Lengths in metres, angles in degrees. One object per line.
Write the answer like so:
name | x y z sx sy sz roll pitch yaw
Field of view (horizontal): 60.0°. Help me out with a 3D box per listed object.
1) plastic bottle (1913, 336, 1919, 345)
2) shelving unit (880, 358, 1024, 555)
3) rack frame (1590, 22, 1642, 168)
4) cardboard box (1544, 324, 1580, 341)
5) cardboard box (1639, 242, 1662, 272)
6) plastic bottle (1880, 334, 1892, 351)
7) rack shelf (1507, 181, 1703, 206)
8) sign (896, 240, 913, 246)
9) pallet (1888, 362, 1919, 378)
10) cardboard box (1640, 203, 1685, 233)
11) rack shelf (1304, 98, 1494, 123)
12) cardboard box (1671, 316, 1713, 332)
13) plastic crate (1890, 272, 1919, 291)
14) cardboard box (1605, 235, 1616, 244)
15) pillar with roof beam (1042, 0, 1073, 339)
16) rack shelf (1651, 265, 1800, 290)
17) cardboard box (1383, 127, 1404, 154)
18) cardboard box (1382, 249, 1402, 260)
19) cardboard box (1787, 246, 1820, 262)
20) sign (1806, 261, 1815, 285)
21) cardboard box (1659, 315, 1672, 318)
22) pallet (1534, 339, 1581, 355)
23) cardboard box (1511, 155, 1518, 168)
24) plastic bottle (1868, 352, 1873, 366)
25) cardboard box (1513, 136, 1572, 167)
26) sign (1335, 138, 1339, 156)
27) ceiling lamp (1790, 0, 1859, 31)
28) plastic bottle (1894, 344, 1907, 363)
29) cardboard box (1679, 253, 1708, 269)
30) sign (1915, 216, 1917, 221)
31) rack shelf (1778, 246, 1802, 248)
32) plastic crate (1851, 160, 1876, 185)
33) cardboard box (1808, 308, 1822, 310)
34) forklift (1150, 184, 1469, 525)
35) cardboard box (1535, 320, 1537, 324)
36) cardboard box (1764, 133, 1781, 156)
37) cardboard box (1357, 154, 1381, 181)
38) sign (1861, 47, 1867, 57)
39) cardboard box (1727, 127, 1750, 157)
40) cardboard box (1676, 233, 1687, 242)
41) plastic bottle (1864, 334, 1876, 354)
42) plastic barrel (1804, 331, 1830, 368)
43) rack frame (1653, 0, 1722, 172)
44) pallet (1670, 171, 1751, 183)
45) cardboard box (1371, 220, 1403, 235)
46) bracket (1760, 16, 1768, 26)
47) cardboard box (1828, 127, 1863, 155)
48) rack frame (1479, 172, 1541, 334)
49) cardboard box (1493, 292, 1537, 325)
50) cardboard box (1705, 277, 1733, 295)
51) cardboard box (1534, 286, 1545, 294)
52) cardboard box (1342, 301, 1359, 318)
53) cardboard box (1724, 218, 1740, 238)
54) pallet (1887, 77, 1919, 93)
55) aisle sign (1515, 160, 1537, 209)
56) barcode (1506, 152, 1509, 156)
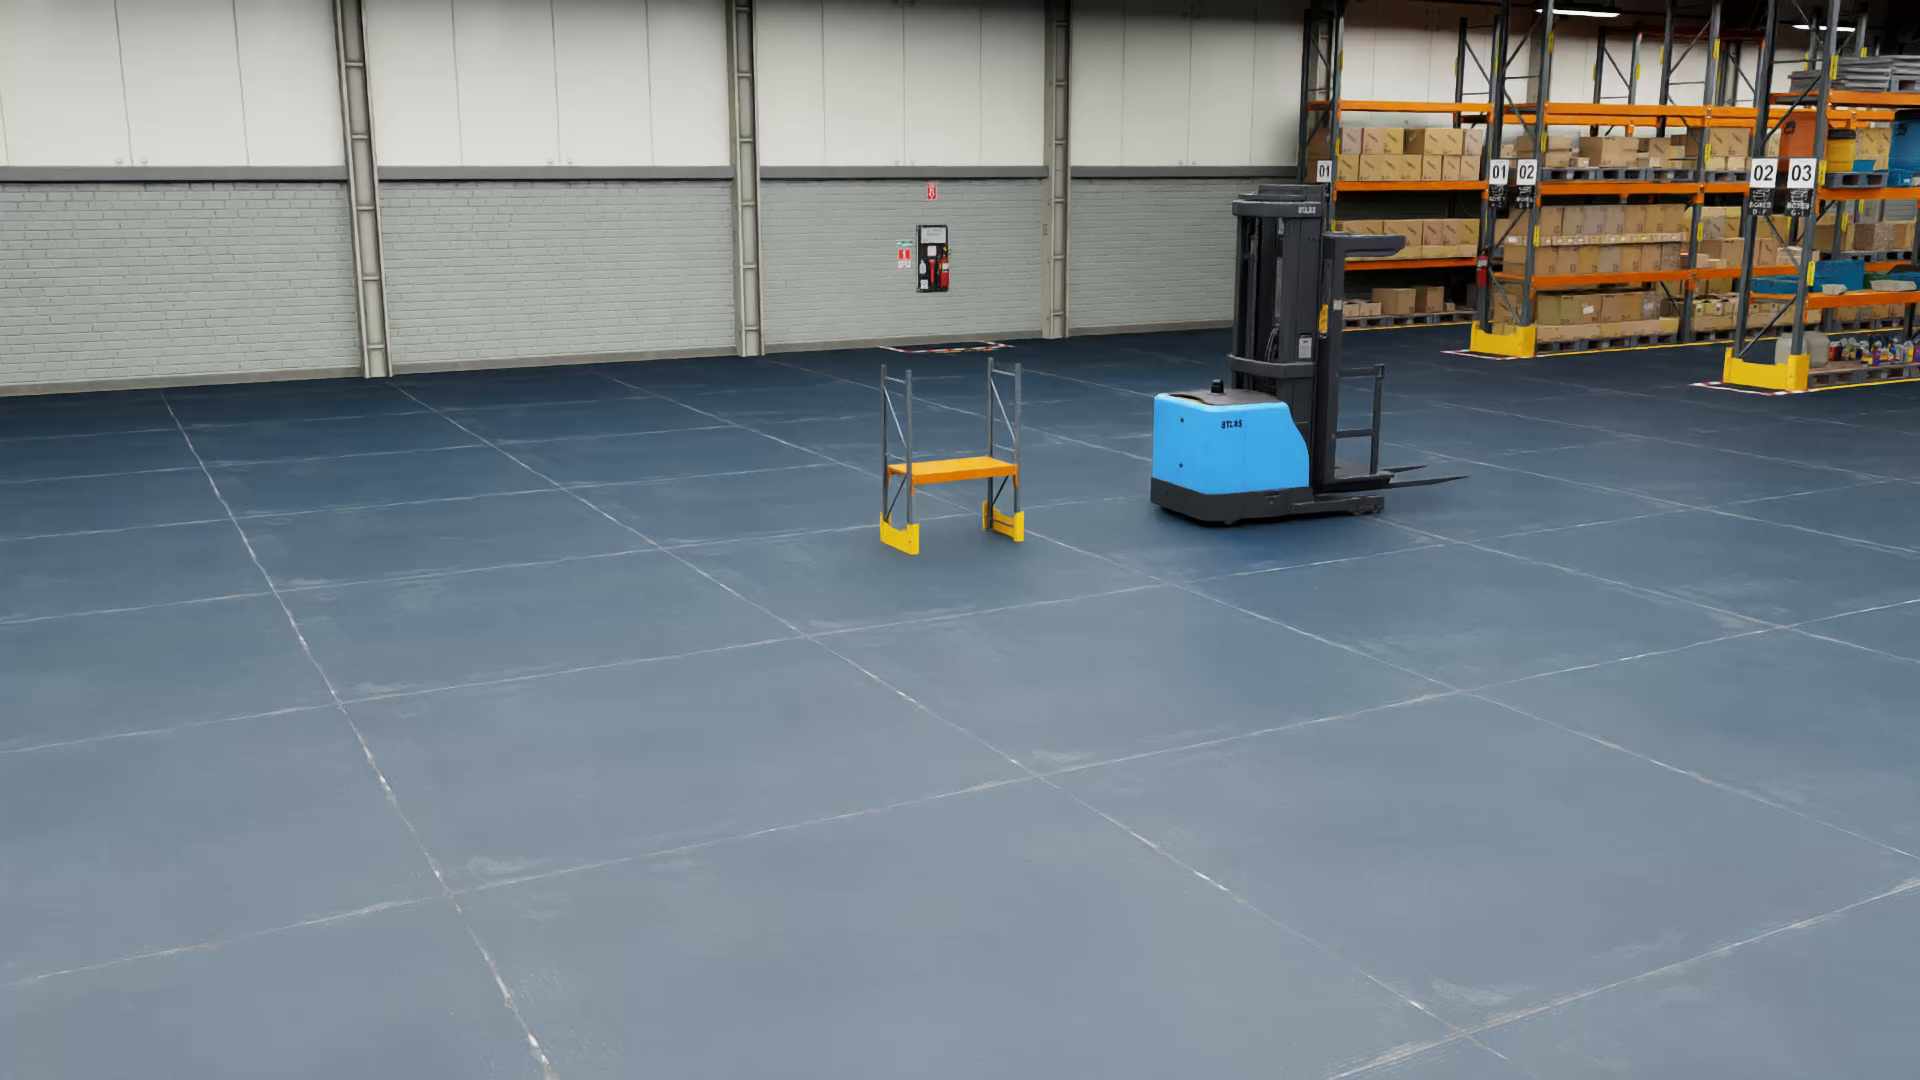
plastic bottle | 14.578 -2.923 25.296 0.185 0.351 0.144 -7 14 -28
shelving unit | -0.067 -0.724 13.909 1.083 1.500 0.587 -7 14 -28
rack frame | 13.838 -9.353 35.173 0.127 3.000 1.000 -7 14 -28
cardboard box | 10.207 -3.561 28.405 0.500 0.250 0.500 -7 14 -28
cardboard box | 11.857 -4.995 29.246 0.500 0.500 0.700 -7 14 -28
plastic bottle | 14.235 -2.986 25.575 0.185 0.351 0.144 -7 14 -28
rack shelf | 10.948 -5.953 28.536 4.000 0.370 1.077 -7 14 -28
sign | -0.964 -5.177 28.995 0.331 0.109 0.001 -7 14 -28
pallet | 14.464 -2.673 25.506 1.213 0.211 1.003 -7 14 -28
cardboard box | 12.317 -5.685 29.355 0.500 0.500 0.700 -7 14 -28
rack shelf | 8.571 -8.369 32.448 4.000 0.370 1.077 -7 14 -28
cardboard box | 13.176 -3.909 29.954 0.500 0.250 0.500 -7 15 -29
plastic crate | 14.232 -3.855 24.745 0.616 0.251 0.499 -7 14 -28
cardboard box | 10.990 -5.157 28.486 0.250 0.149 0.380 -7 14 -27
pillar with roof beam | 3.812 -7.291 26.010 0.400 9.000 9.100 -7 14 -28
rack shelf | 14.459 -4.911 30.736 4.000 0.370 1.077 -7 14 -28
cardboard box | 8.179 -7.687 32.052 0.500 0.500 0.500 -6 14 -26
cardboard box | 8.295 -5.621 32.550 0.500 0.250 0.500 -7 15 -29
cardboard box | 15.874 -5.399 31.469 0.500 0.311 0.500 -6 14 -24
sign | 11.823 -3.704 23.105 0.005 0.325 0.100 -7 14 -28
cardboard box | 12.929 -4.014 30.419 0.500 0.250 0.500 -7 14 -28
pallet | 9.844 -3.358 28.551 1.213 0.211 1.003 -7 14 -28
cardboard box | 11.386 -7.737 34.071 0.500 0.311 0.500 -6 14 -26
plastic bottle | 13.394 -2.666 24.496 0.097 0.201 0.097 0 13 0
cardboard box | 9.699 -6.477 27.715 0.637 0.503 0.797 -6 14 -24
sign | 7.076 -7.370 31.202 0.005 0.325 0.100 -7 14 -28
ceiling lamp | 17.961 -11.993 33.609 2.000 3.185 0.800 -7 14 -28
plastic bottle | 14.050 -2.788 24.868 0.135 0.276 0.152 -7 14 -27
cardboard box | 13.115 -5.038 30.006 0.500 0.250 0.500 -6 14 -24
sign | 19.459 -6.419 33.827 0.005 0.325 0.100 -7 14 -28
rack shelf | 19.104 -6.706 38.715 4.000 0.370 1.077 -7 14 -28
plastic crate | 13.092 -5.390 24.430 0.575 0.384 0.392 -7 14 -28
cardboard box | 15.873 -4.506 31.330 0.500 0.311 0.500 -6 14 -26
forklift | 3.319 -1.753 15.222 3.031 2.935 1.130 -6 14 -23
cardboard box | 9.955 -3.662 28.855 0.500 0.250 0.500 -7 14 -28
cardboard box | 18.109 -8.878 37.342 0.500 0.500 0.500 -7 14 -28
cardboard box | 7.718 -7.143 31.912 0.500 0.500 0.500 -6 14 -24
sign | 16.484 -8.825 30.339 0.005 0.325 0.100 -7 14 -28
cardboard box | 13.753 -7.134 29.821 0.500 0.500 0.500 -5 14 -22
cardboard box | 12.568 -5.346 29.329 0.250 0.149 0.380 -7 14 -28
plastic bottle | 14.001 -2.994 25.611 0.185 0.351 0.144 -8 15 -30
plastic barrel | 12.544 -2.803 24.443 0.421 0.512 0.421 0 13 0
rack frame | 12.704 -7.978 29.063 0.127 3.000 1.000 -7 14 -28
pallet | 13.472 -6.516 29.837 1.217 0.209 0.805 -8 15 -30
cardboard box | 8.274 -5.983 32.448 0.500 0.500 0.500 -7 15 -30
bracket | 18.083 -11.745 37.606 0.430 0.232 0.235 -7 14 -28
cardboard box | 16.601 -7.517 31.340 0.500 0.500 0.500 -7 14 -28
rack frame | 9.193 -4.630 27.852 0.127 3.000 1.000 -7 14 -28
cardboard box | 9.521 -3.973 28.531 0.500 0.500 0.500 -7 14 -28
cardboard box | 16.840 -5.910 37.476 0.750 0.750 0.750 -7 14 -27
cardboard box | 11.862 -5.191 35.035 0.500 0.500 0.700 -7 14 -27
cardboard box | 7.466 -4.543 32.585 0.500 0.311 0.500 -9 15 -34
cardboard box | 17.064 -6.953 37.224 0.500 0.500 0.500 -7 15 -29
pallet | 13.291 -6.514 23.901 1.213 0.211 1.003 -7 14 -28
aisle sign | 9.282 -5.833 27.273 0.004 0.787 0.394 -7 14 -28
barcode | 9.226 -6.502 28.013 0.075 0.075 0.001 -7 14 -28
